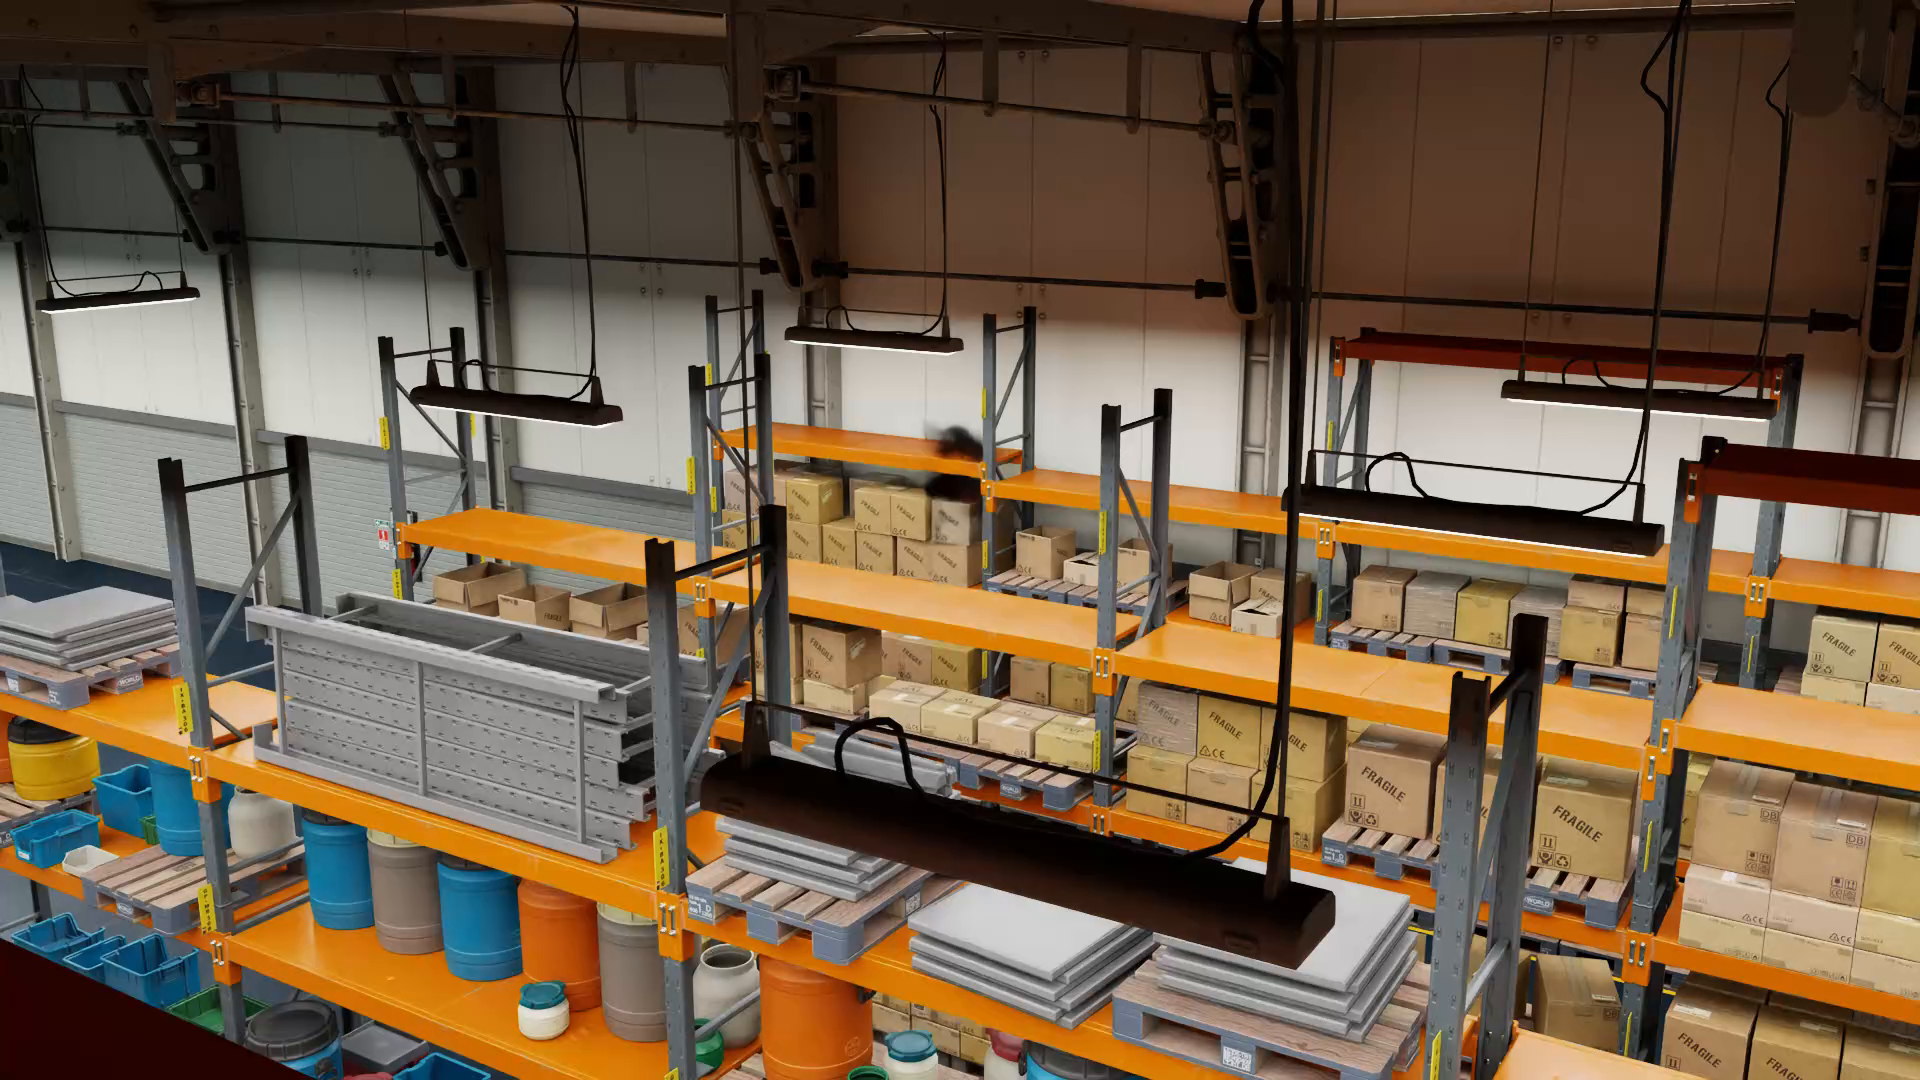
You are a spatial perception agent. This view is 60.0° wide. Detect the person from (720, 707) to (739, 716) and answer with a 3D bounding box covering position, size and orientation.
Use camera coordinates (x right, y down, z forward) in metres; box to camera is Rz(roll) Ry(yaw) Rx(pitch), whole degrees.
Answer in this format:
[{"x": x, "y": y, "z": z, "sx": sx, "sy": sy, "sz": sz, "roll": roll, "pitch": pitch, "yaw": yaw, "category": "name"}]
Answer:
[{"x": -2.508, "y": 2.455, "z": 18.673, "sx": 0.942, "sy": 1.844, "sz": 0.658, "roll": 5, "pitch": 15, "yaw": 19, "category": "person"}]
